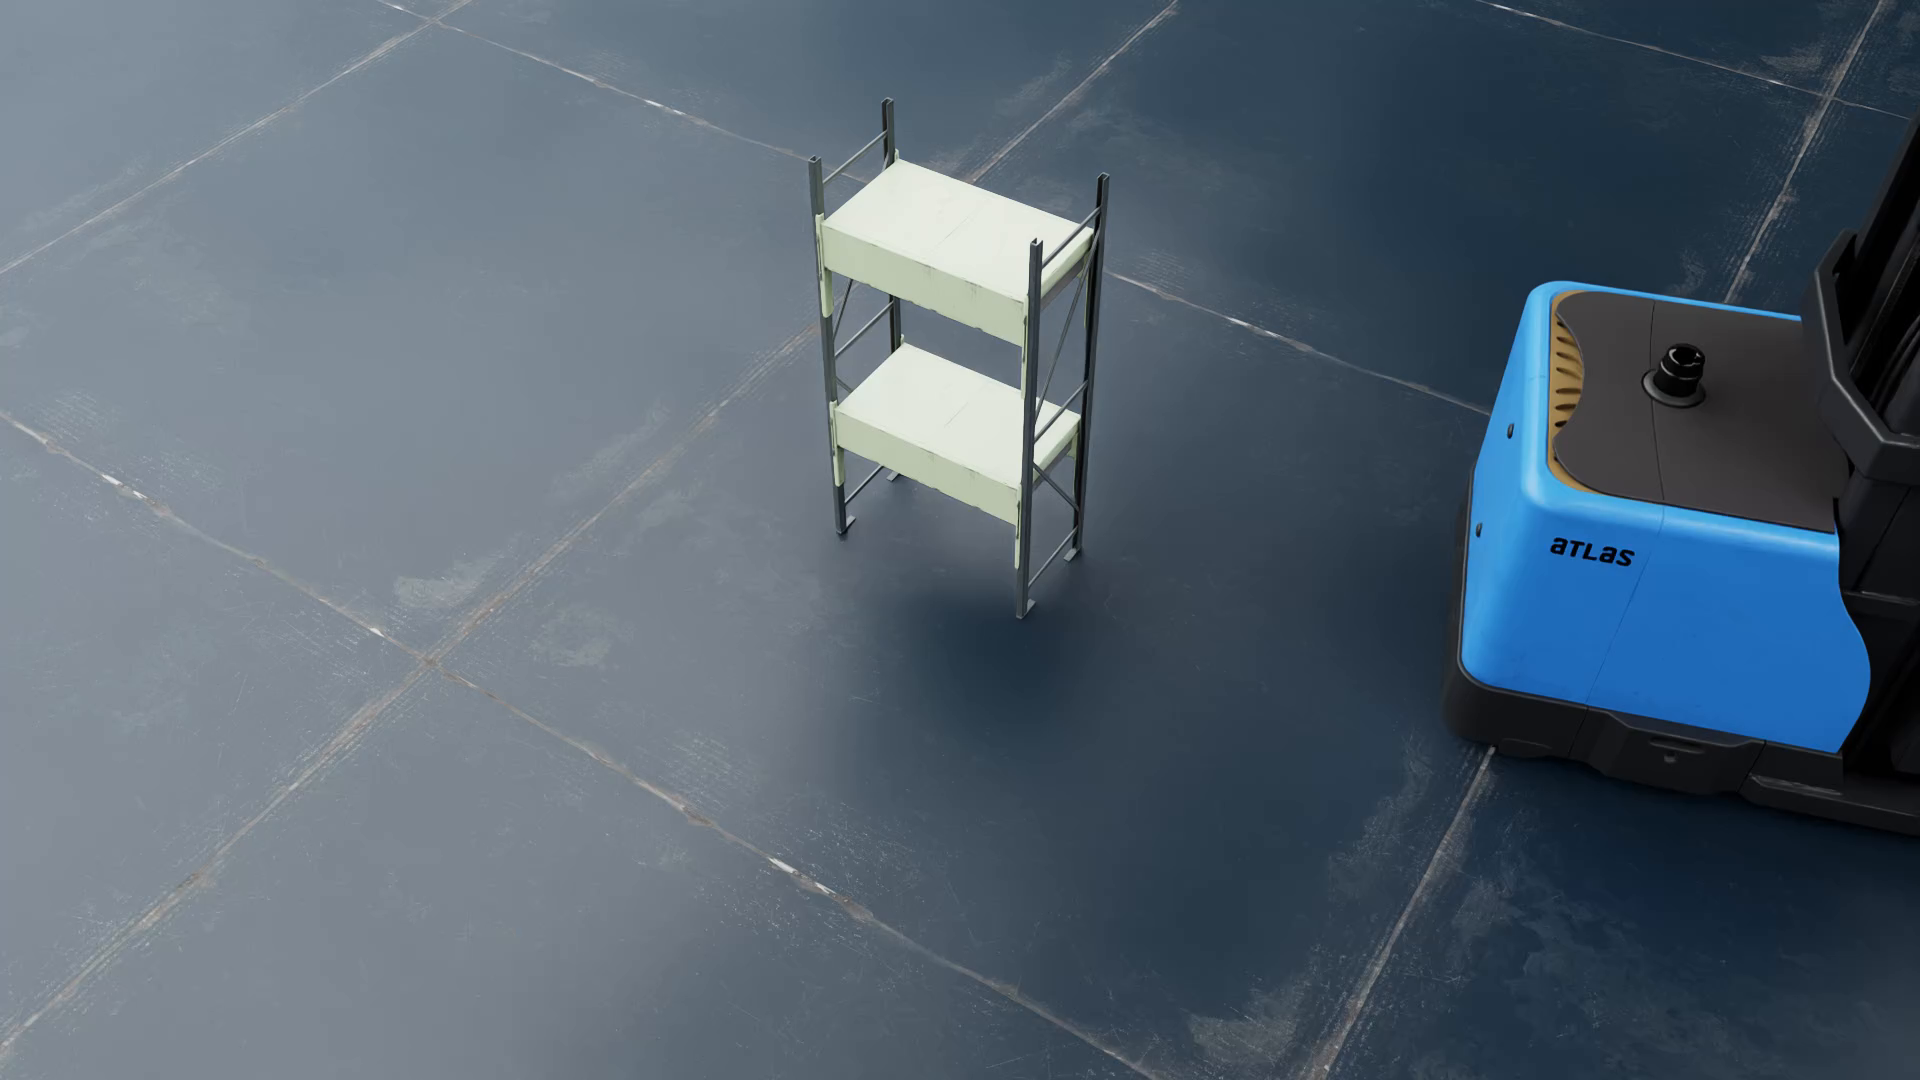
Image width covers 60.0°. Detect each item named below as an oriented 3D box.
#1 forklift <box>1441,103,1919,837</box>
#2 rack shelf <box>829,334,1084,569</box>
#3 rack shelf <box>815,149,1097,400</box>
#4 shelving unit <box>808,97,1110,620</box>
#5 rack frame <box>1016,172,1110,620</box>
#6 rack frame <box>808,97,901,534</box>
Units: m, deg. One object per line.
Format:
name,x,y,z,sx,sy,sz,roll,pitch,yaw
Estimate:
forklift,3.060,-0.468,4.161,3.031,2.935,1.130,11,47,10
rack shelf,-0.006,-0.298,5.448,0.720,0.370,0.431,25,51,22
rack shelf,-0.006,-0.797,4.935,0.720,0.370,0.431,25,51,22
shelving unit,-0.006,-0.525,5.215,0.755,1.500,0.431,25,51,22
rack frame,0.302,-0.384,5.077,0.023,1.500,0.400,25,51,22
rack frame,-0.314,-0.667,5.352,0.023,1.500,0.400,25,51,22
